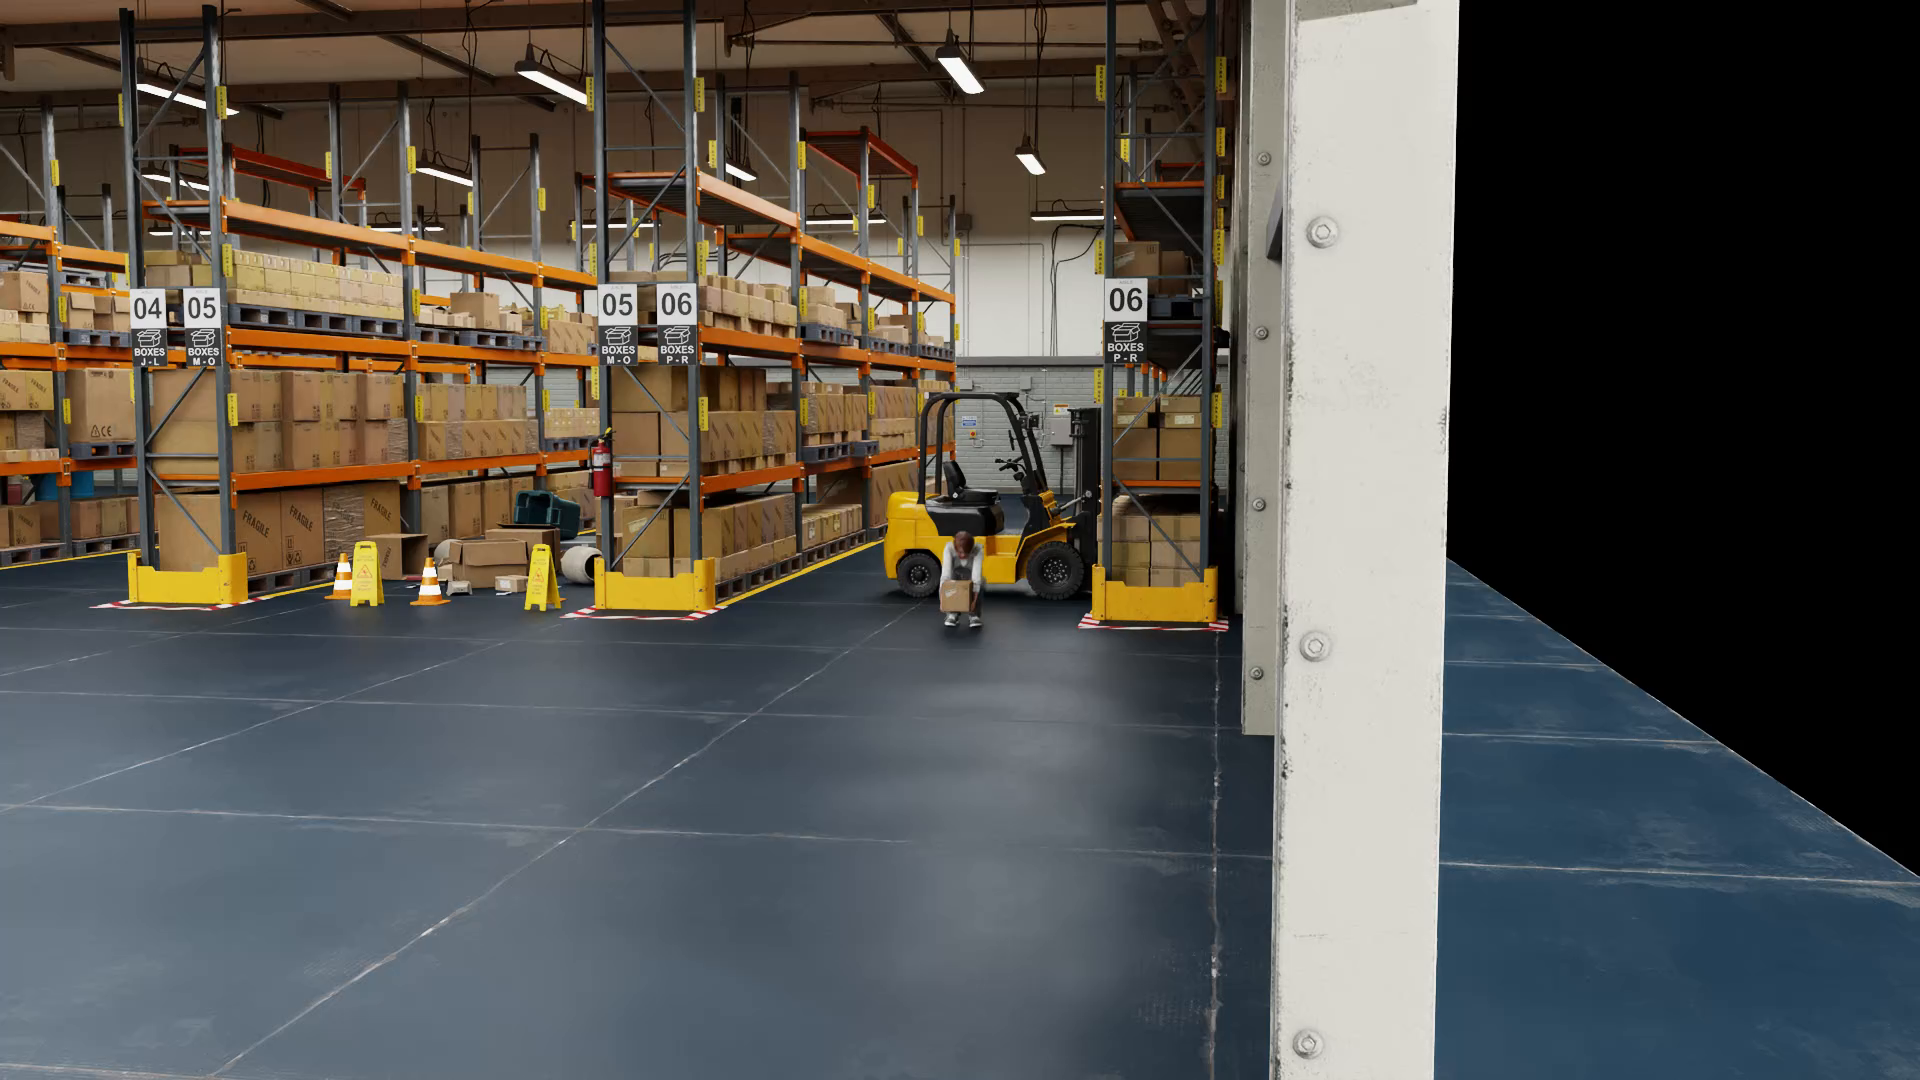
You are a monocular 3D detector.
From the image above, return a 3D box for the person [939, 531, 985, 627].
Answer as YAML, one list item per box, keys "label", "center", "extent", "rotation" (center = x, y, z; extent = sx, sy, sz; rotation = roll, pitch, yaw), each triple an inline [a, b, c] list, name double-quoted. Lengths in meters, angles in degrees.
- label: "person"
  center: [0.023, 0.347, 15.151]
  extent: [0.419, 0.908, 0.835]
  rotation: [1, 5, 7]
